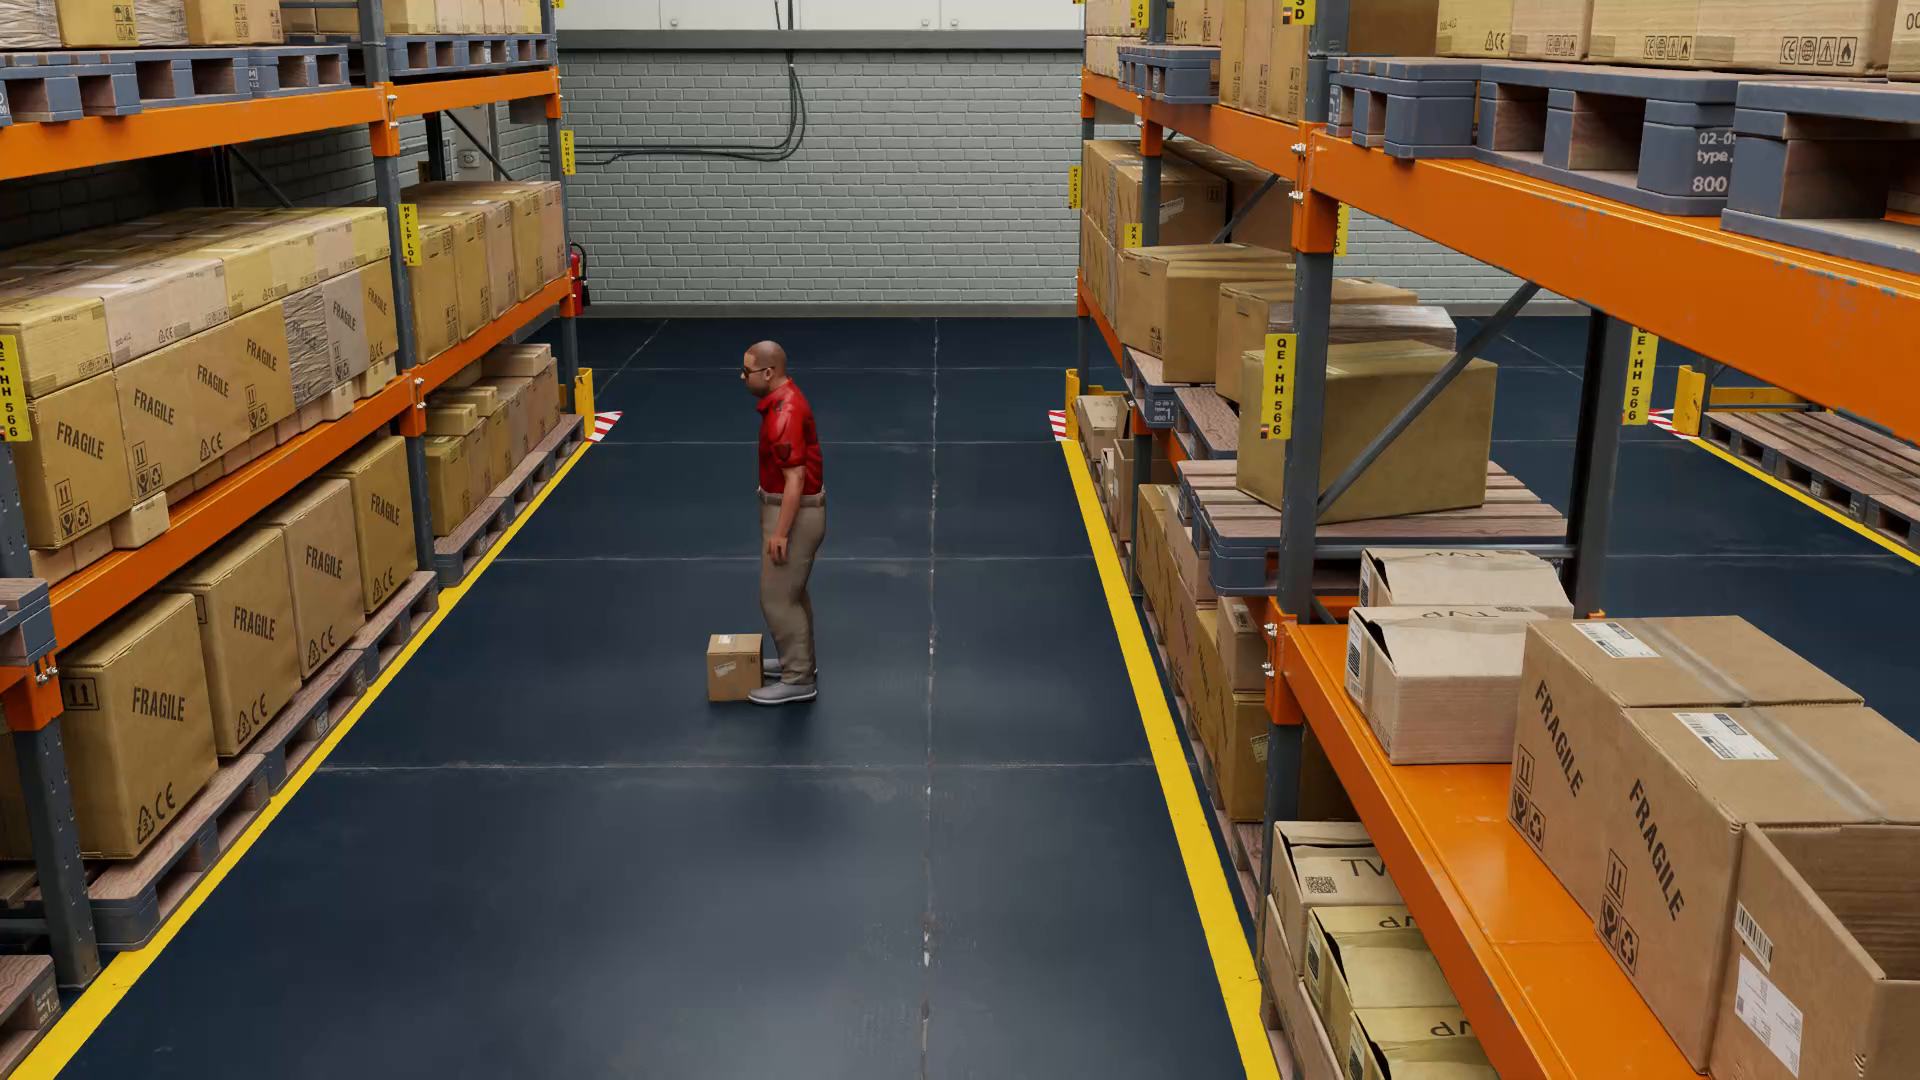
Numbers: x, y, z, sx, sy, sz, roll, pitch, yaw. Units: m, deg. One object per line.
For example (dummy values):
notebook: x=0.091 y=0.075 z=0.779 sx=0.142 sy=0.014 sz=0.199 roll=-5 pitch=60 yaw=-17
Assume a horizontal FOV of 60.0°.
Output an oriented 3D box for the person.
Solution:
person: x=-0.831 y=-0.092 z=7.870 sx=0.394 sy=1.726 sz=0.604 roll=-1 pitch=17 yaw=-4
